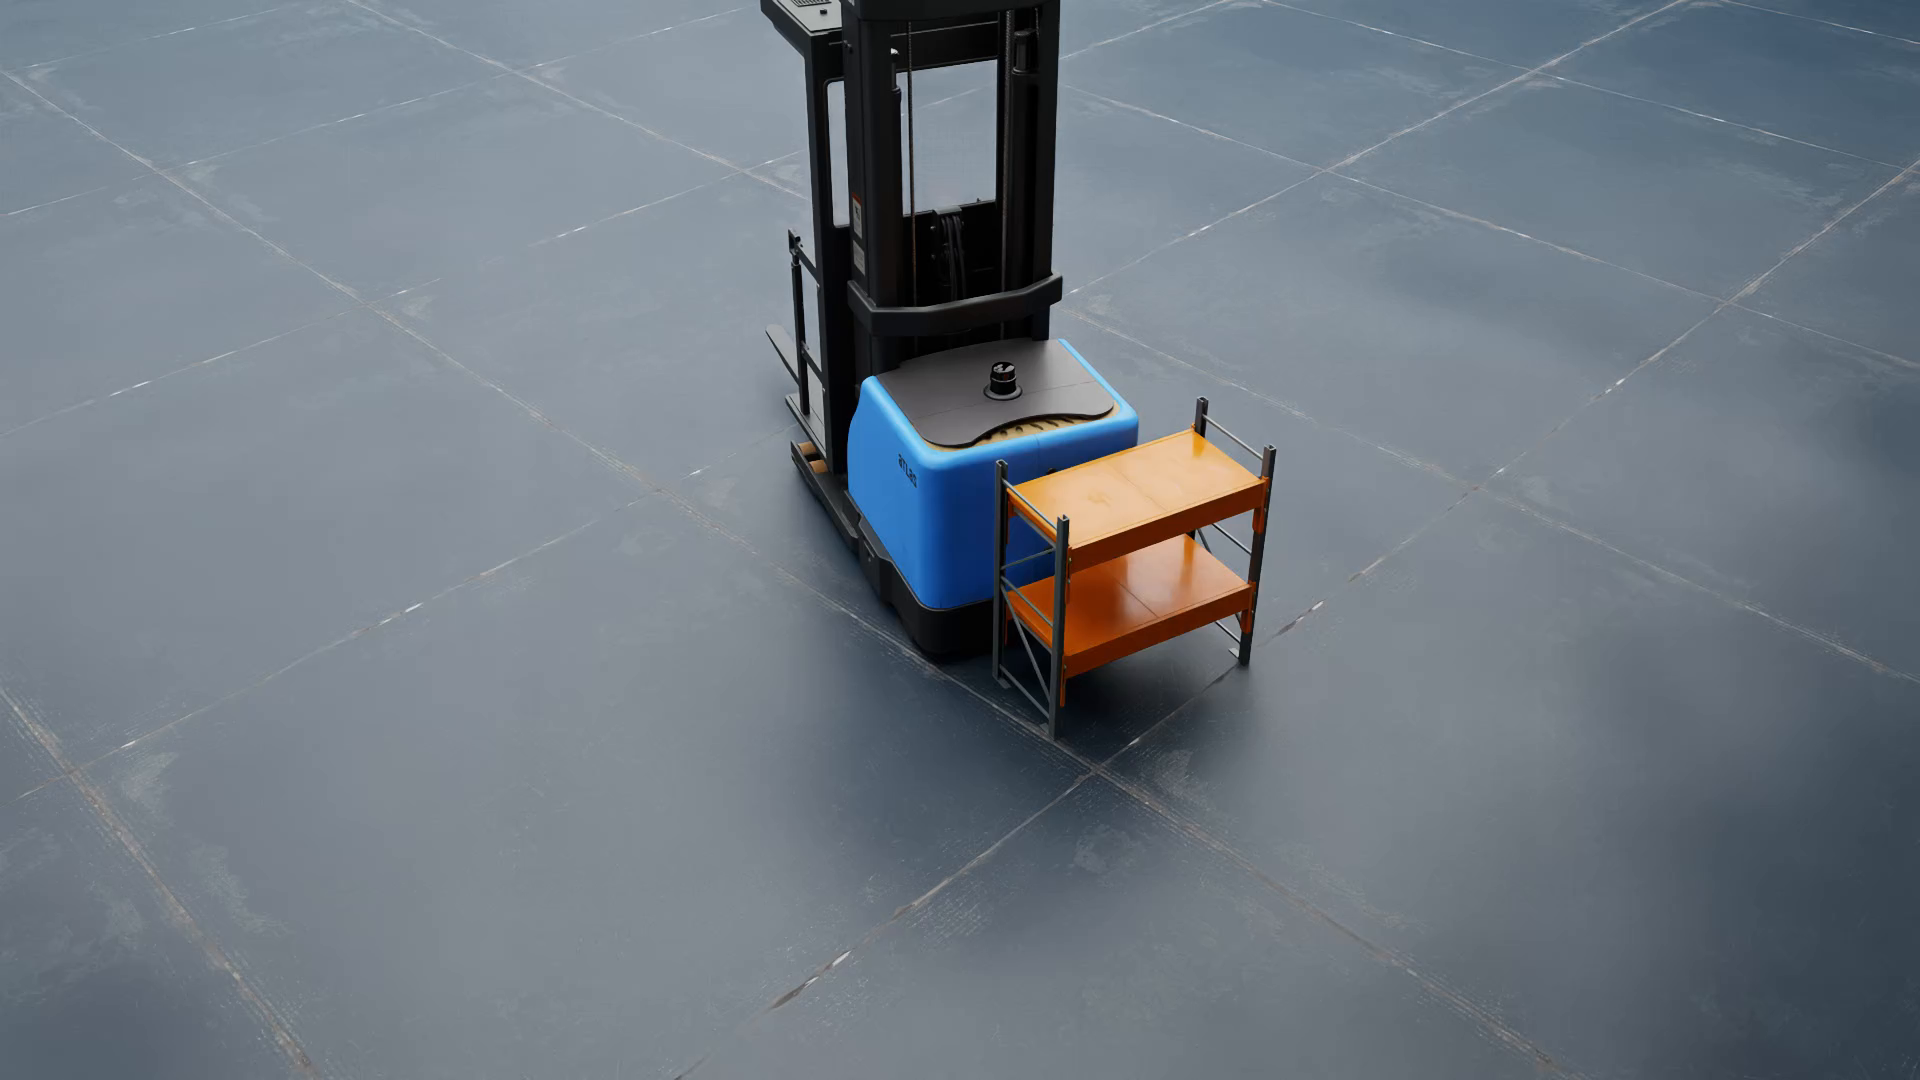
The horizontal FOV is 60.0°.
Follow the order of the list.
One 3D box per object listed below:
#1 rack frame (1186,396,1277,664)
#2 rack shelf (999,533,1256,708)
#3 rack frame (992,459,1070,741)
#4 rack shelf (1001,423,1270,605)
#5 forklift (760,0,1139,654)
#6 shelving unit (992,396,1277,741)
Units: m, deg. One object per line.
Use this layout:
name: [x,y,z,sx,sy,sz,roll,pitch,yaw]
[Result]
rack frame: [1.160,-0.033,7.315,0.032,1.125,0.500,-19,39,-25]
rack shelf: [0.722,0.314,7.243,1.000,0.278,0.538,-19,39,-25]
rack frame: [0.283,0.261,6.892,0.032,1.125,0.500,-19,39,-25]
rack shelf: [0.722,-0.126,6.936,1.000,0.278,0.538,-19,39,-25]
forklift: [-0.238,-1.533,7.886,1.130,2.935,3.031,-13,37,-18]
shelving unit: [0.722,0.114,7.103,1.048,1.125,0.538,-19,39,-25]
